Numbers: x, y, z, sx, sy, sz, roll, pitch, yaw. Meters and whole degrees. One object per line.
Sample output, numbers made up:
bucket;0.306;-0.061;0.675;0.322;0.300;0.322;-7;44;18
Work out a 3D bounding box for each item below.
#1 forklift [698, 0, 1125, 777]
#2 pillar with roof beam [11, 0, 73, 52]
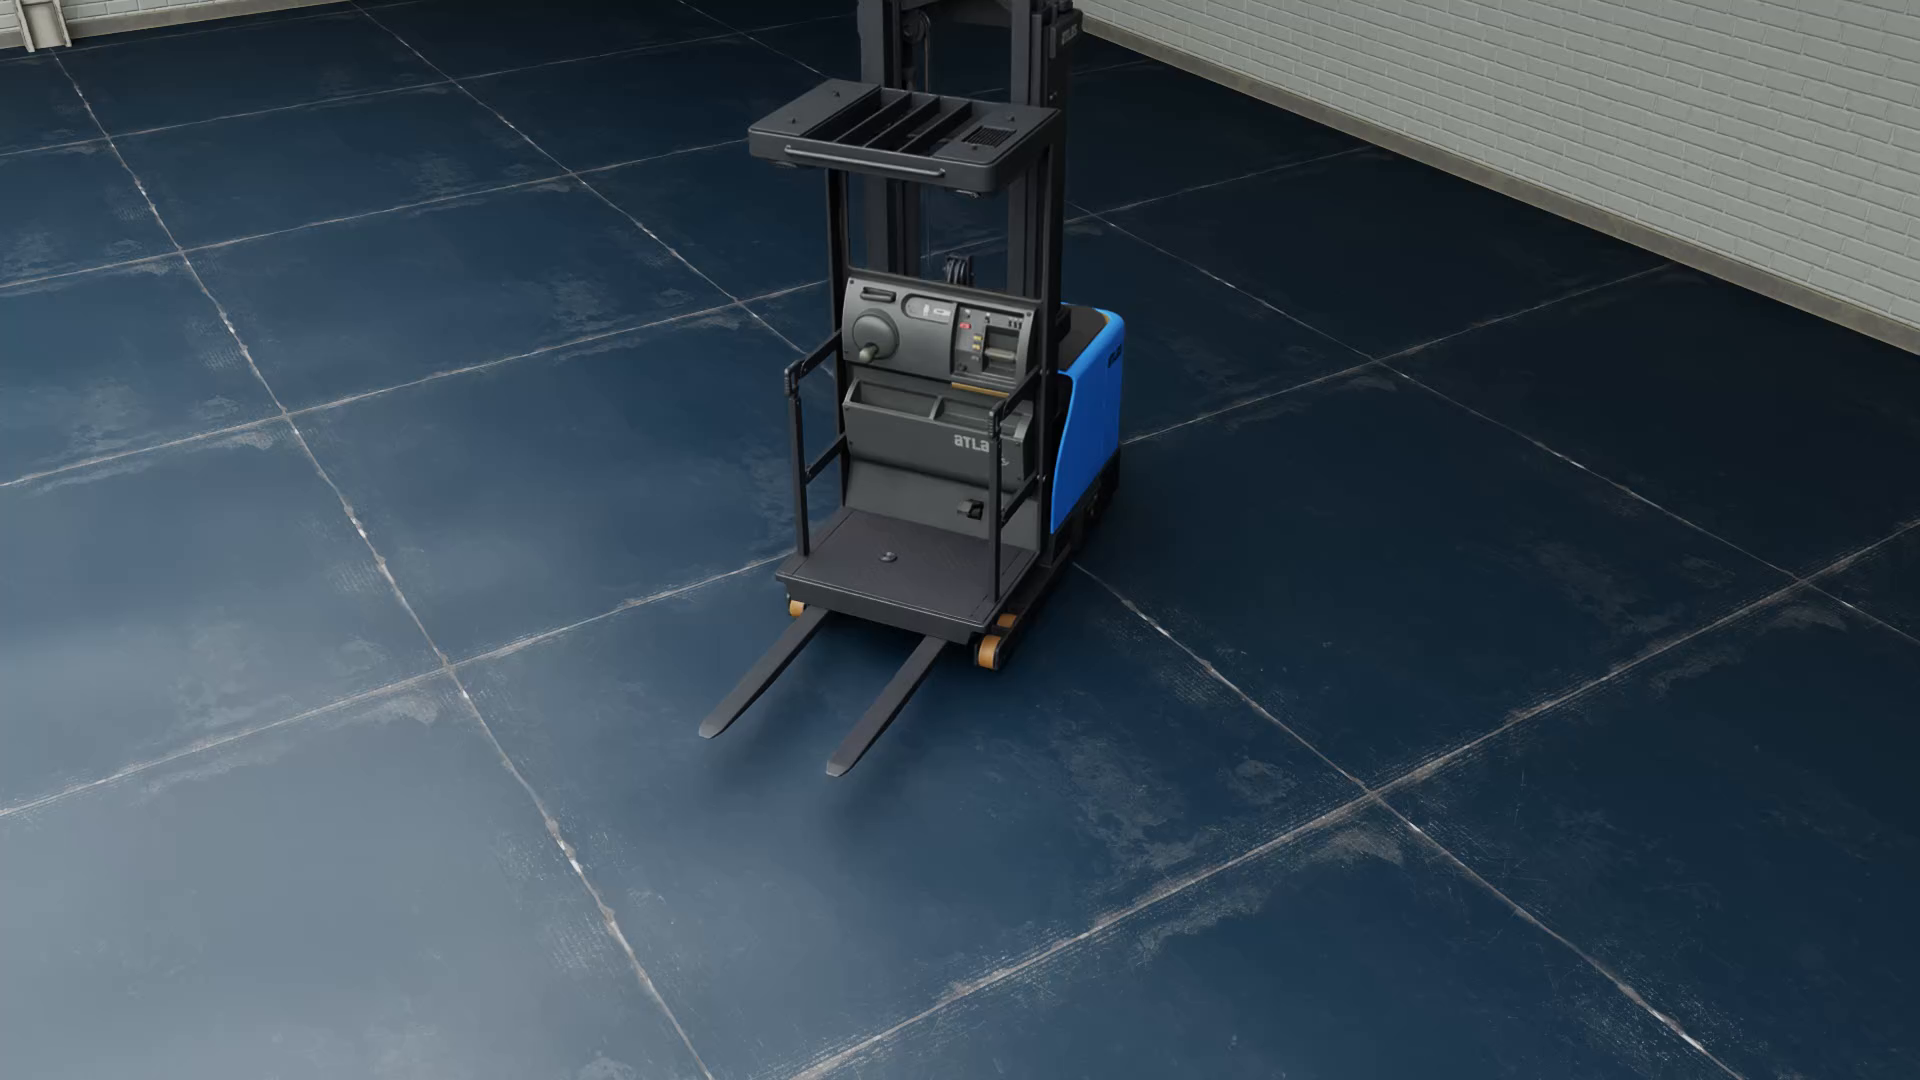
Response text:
forklift;-0.191;-0.893;7.419;1.130;2.935;3.031;13;35;20
pillar with roof beam;-6.745;-6.801;11.097;0.400;9.000;9.100;-19;37;-27
